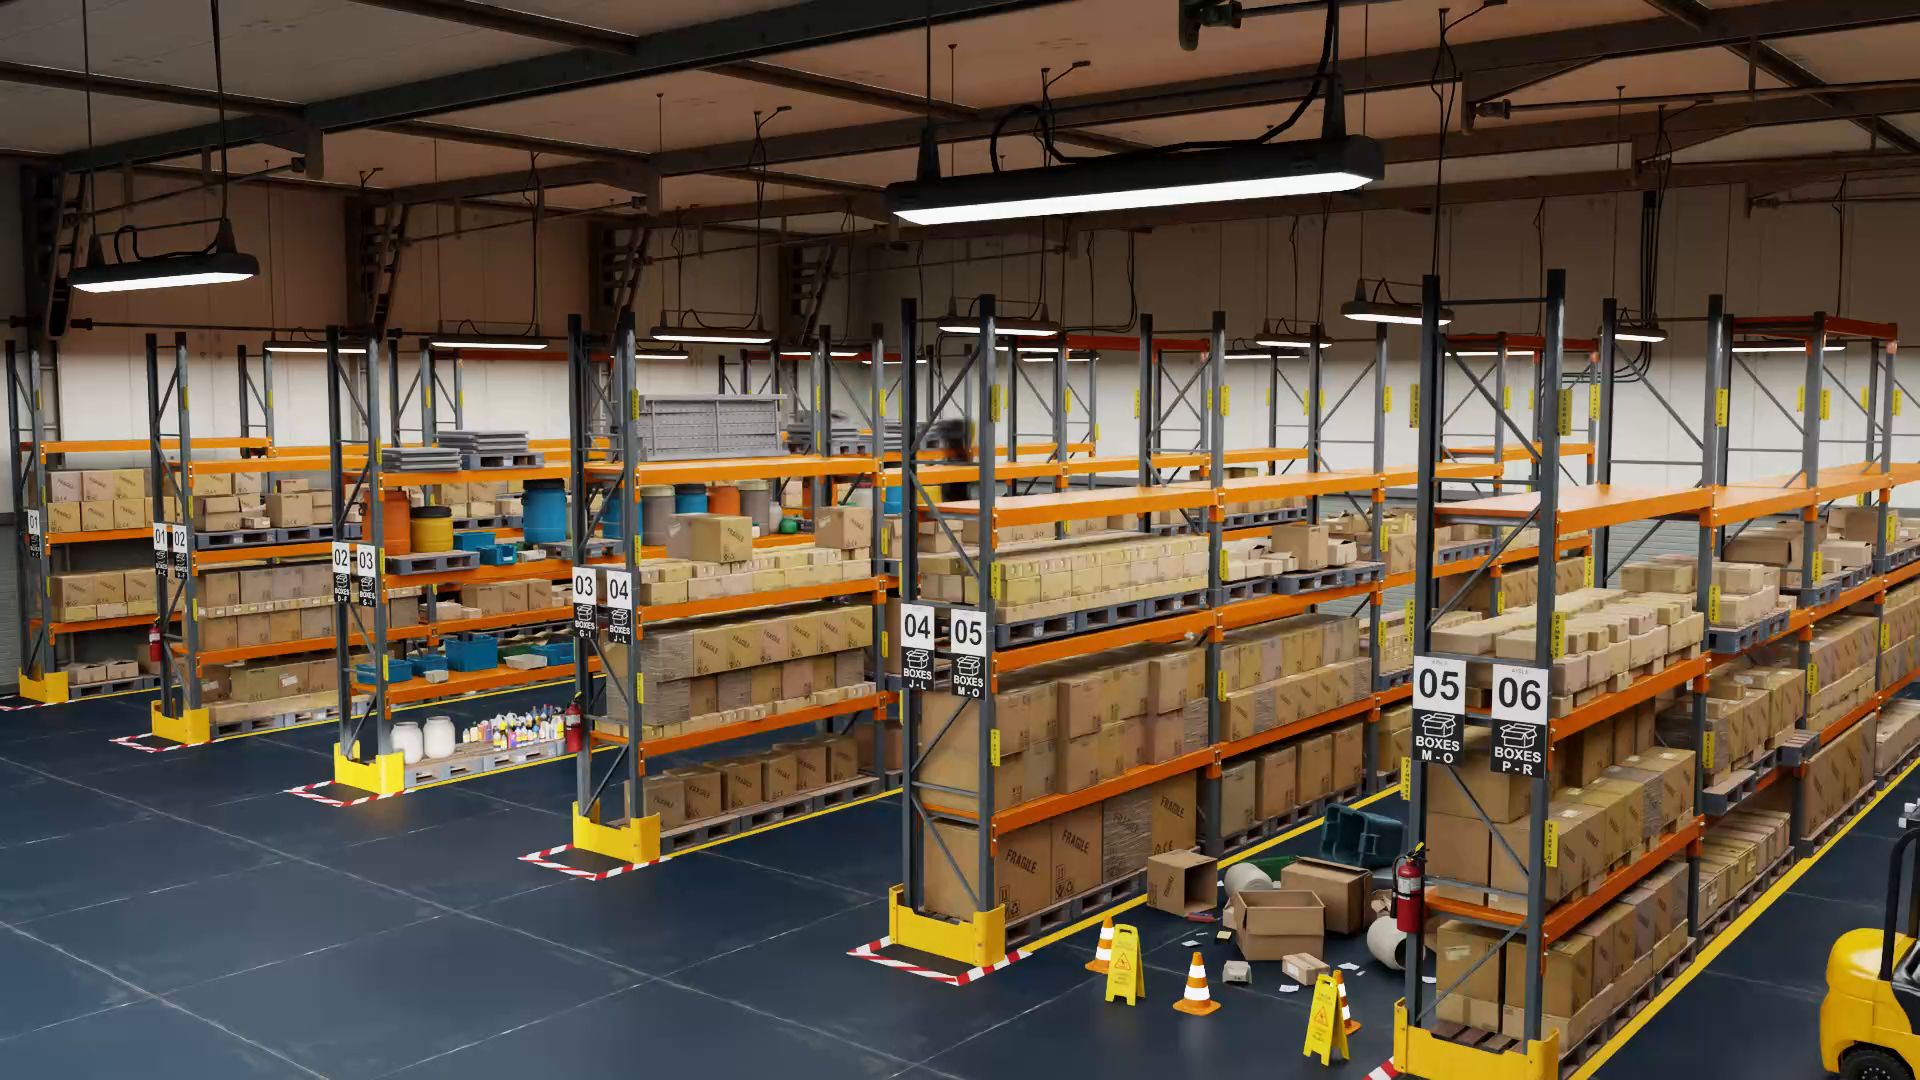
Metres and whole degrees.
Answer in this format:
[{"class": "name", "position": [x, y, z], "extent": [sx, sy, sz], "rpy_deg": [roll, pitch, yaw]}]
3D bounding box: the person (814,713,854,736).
[{"class": "person", "position": [-1.893, 2.123, 24.580], "extent": [0.607, 1.706, 0.721], "rpy_deg": [4, 7, 41]}]

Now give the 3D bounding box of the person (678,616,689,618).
[{"class": "person", "position": [-4.677, 1.794, 28.067], "extent": [0.721, 1.713, 0.704], "rpy_deg": [3, 6, 29]}]

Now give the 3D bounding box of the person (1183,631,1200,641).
[{"class": "person", "position": [3.399, 2.149, 24.305], "extent": [0.506, 1.705, 0.787], "rpy_deg": [4, 7, 38]}]
